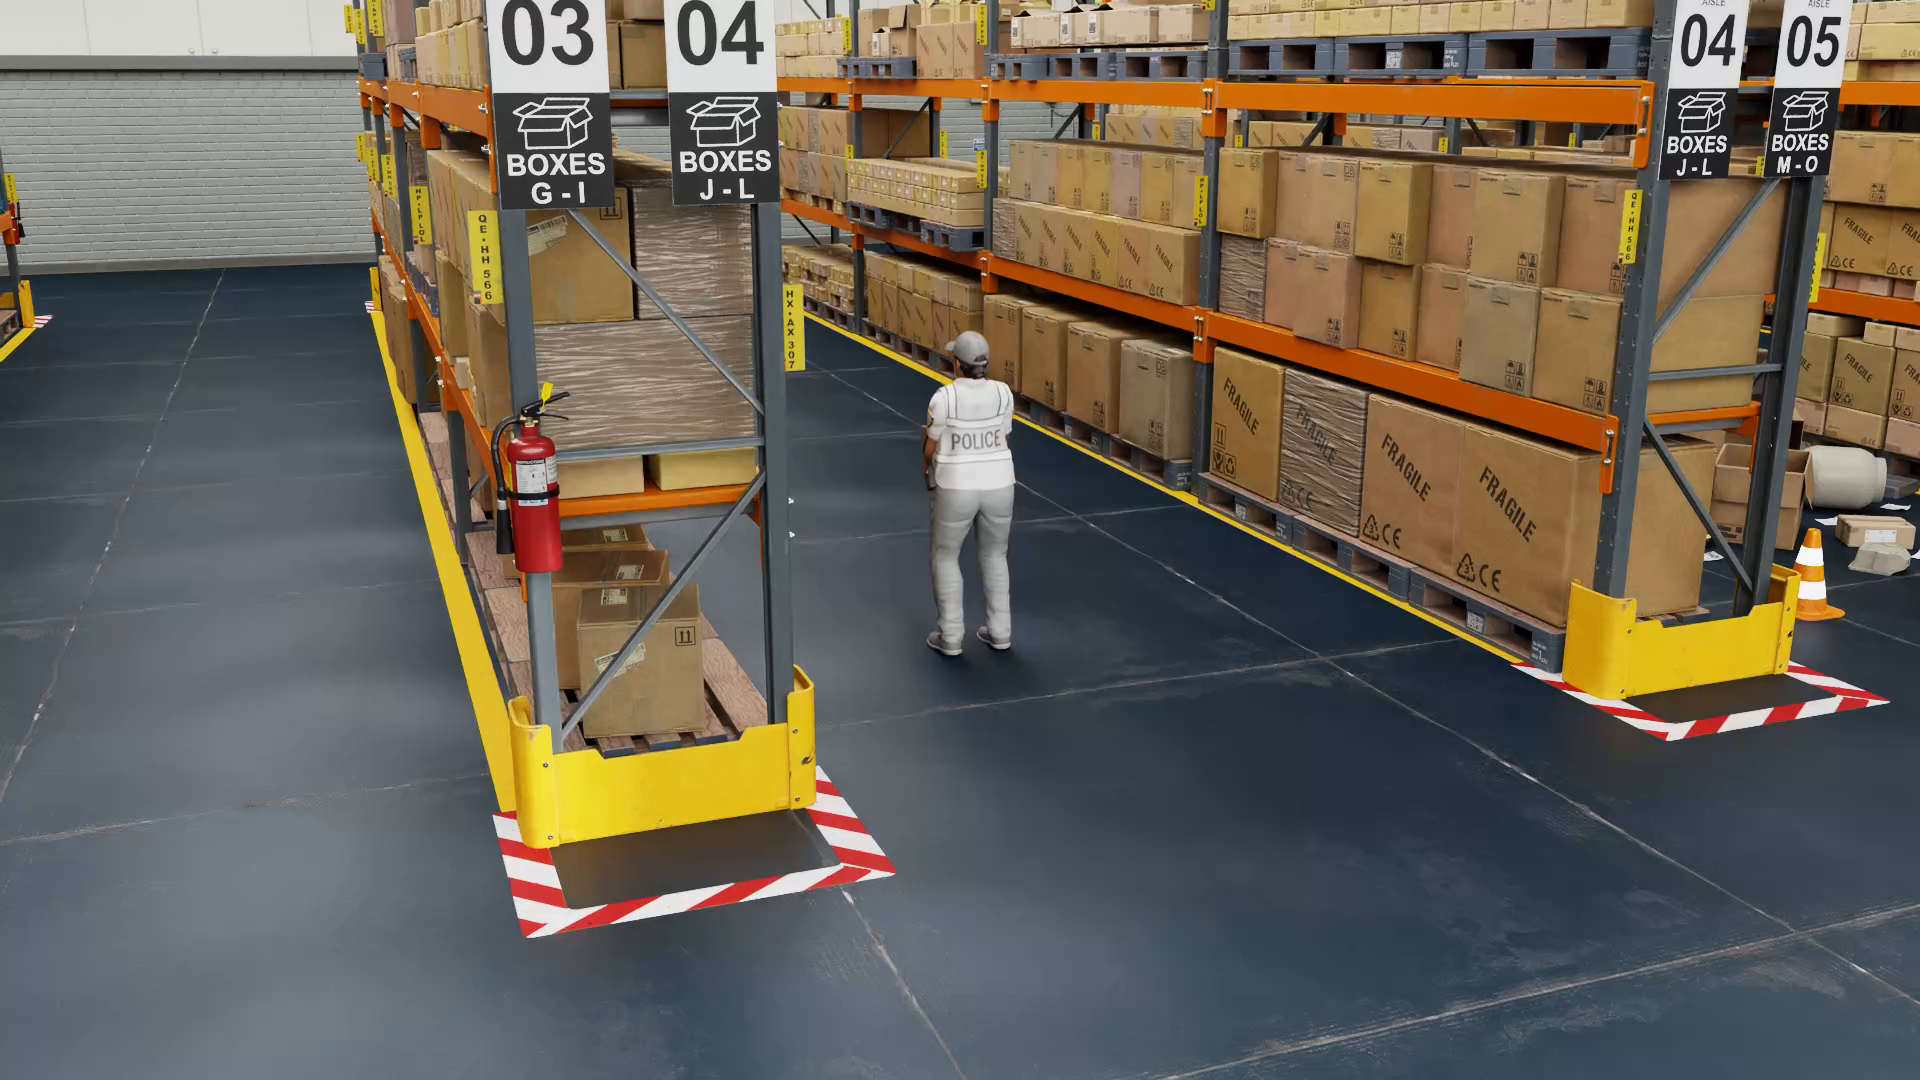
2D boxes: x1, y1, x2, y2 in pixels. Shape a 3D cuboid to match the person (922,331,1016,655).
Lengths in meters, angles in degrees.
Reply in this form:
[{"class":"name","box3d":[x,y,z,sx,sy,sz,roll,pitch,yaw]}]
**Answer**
[{"class":"person","box3d":[0.024,-0.255,8.446,0.452,1.653,0.541,-6,17,-20]}]
